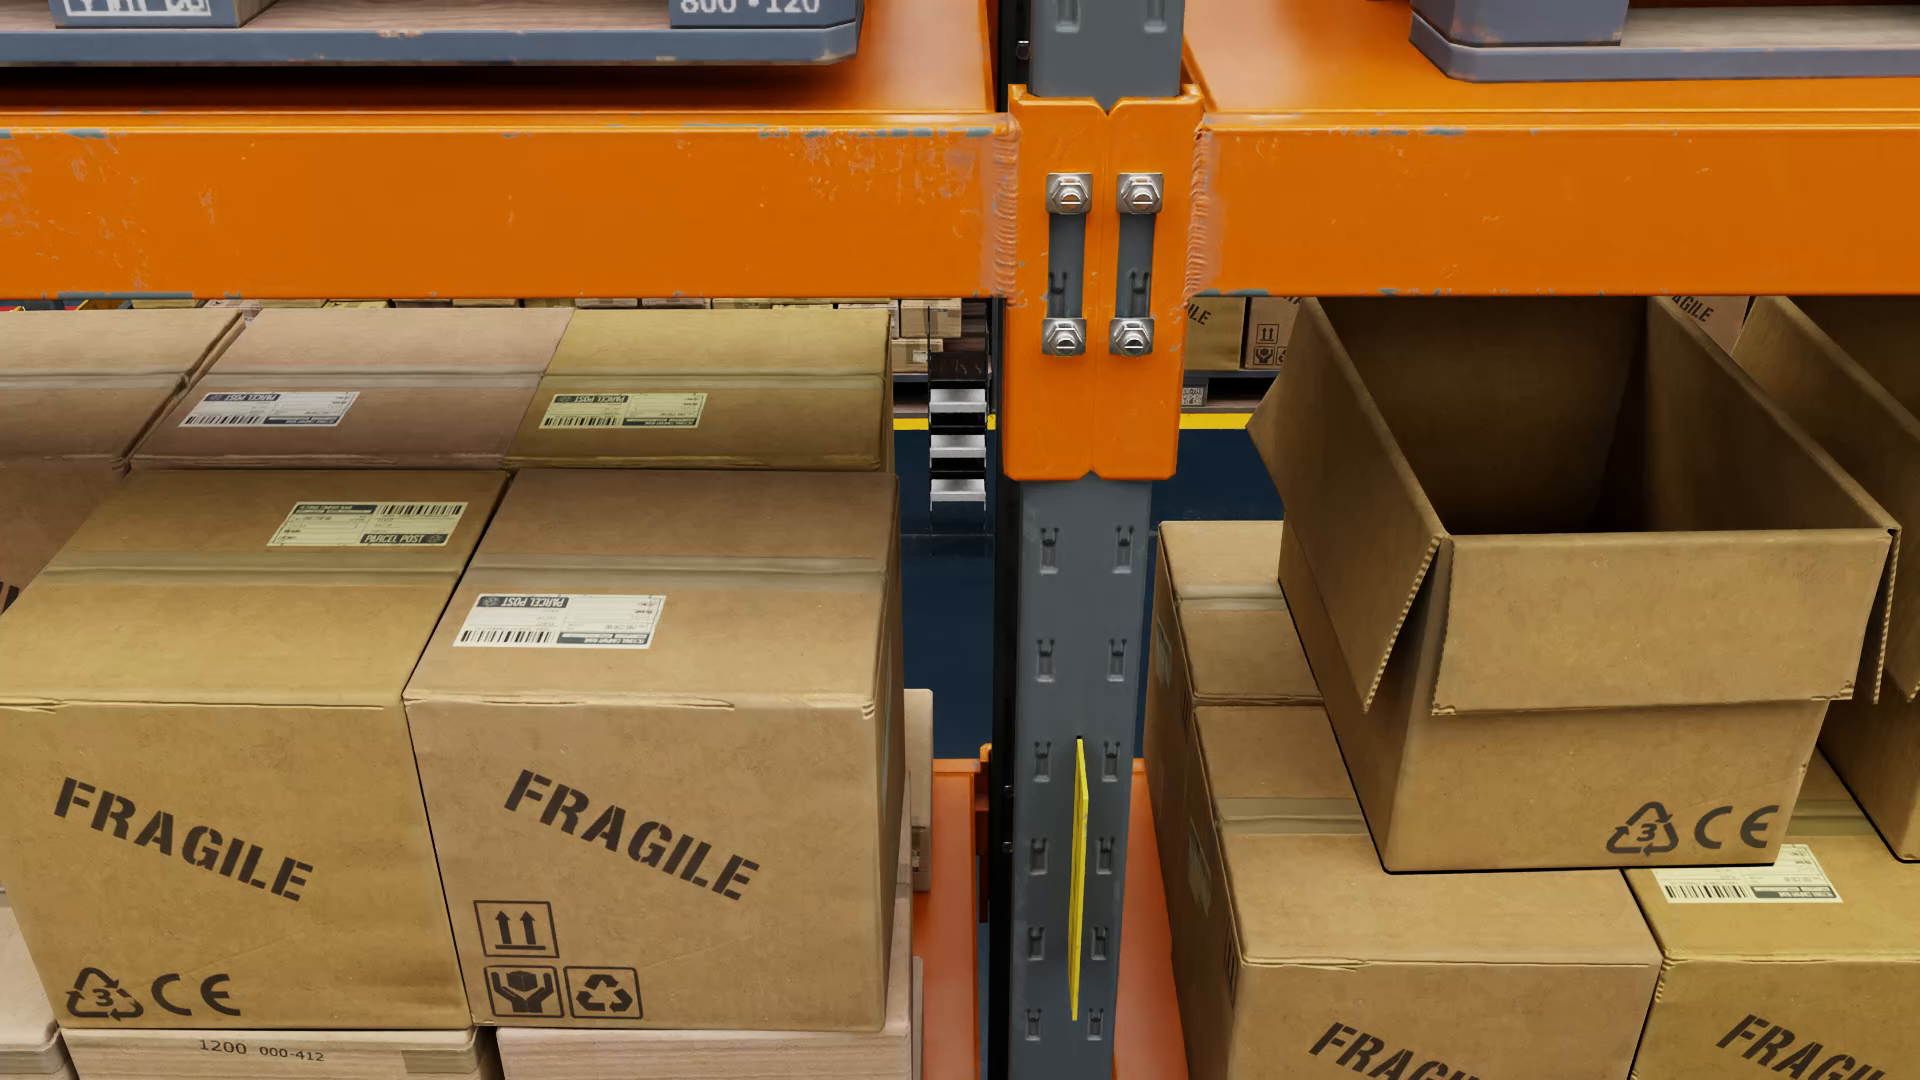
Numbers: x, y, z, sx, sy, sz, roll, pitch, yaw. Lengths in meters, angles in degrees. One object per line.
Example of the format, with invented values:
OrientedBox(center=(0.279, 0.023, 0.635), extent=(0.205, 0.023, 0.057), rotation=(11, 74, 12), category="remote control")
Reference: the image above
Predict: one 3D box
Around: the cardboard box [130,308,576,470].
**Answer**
OrientedBox(center=(-0.849, -0.024, 2.533), extent=(0.500, 0.500, 0.500), rotation=(0, 31, 0), category="cardboard box")

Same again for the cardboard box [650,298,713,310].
OrientedBox(center=(-1.163, -1.024, 7.103), extent=(0.250, 0.149, 0.380), rotation=(1, 31, 1), category="cardboard box")

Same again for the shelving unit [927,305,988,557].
OrientedBox(center=(-0.008, -0.385, 6.017), extent=(0.210, 0.900, 0.258), rotation=(0, 31, 0), category="shelving unit")

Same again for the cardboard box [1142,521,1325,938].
OrientedBox(center=(0.590, 0.307, 2.756), extent=(0.500, 0.500, 0.500), rotation=(0, 31, 0), category="cardboard box")

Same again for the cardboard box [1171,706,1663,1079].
OrientedBox(center=(0.585, 0.578, 2.309), extent=(0.500, 0.500, 0.500), rotation=(0, 31, 0), category="cardboard box")

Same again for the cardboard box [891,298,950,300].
OrientedBox(center=(-0.159, -1.159, 7.039), extent=(0.250, 0.149, 0.380), rotation=(1, 31, 1), category="cardboard box")

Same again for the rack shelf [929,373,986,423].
OrientedBox(center=(-0.008, -0.510, 5.940), extent=(0.200, 0.077, 0.258), rotation=(0, 31, 0), category="rack shelf")

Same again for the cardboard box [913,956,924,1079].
OrientedBox(center=(-0.179, 0.771, 2.329), extent=(0.250, 0.149, 0.380), rotation=(0, 31, 0), category="cardboard box")

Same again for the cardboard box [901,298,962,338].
OrientedBox(center=(-0.118, -1.002, 7.067), extent=(0.250, 0.149, 0.380), rotation=(0, 31, 1), category="cardboard box")

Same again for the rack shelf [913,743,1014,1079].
OrientedBox(center=(-1.876, 0.807, 2.722), extent=(4.000, 0.370, 1.077), rotation=(0, 31, 0), category="rack shelf")

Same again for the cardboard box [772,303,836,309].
OrientedBox(center=(-0.657, -0.985, 7.038), extent=(0.250, 0.149, 0.380), rotation=(-1, 31, -2), category="cardboard box")

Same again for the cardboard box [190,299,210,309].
OrientedBox(center=(-3.280, -1.024, 7.103), extent=(0.250, 0.149, 0.380), rotation=(1, 31, 2), category="cardboard box")

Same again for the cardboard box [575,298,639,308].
OrientedBox(center=(-1.463, -1.117, 6.969), extent=(0.250, 0.149, 0.380), rotation=(-1, 31, -2), category="cardboard box")

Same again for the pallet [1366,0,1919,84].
OrientedBox(center=(1.040, -0.736, 1.864), extent=(1.217, 0.209, 0.805), rotation=(-1, 31, -2), category="pallet")

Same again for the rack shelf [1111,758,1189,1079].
OrientedBox(center=(2.124, 0.794, 2.743), extent=(4.000, 0.370, 1.077), rotation=(0, 31, 0), category="rack shelf")

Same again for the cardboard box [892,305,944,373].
OrientedBox(center=(-0.195, -0.863, 7.124), extent=(0.250, 0.149, 0.380), rotation=(0, 31, 0), category="cardboard box")

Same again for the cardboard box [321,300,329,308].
OrientedBox(center=(-2.761, -1.042, 7.133), extent=(0.250, 0.149, 0.380), rotation=(0, 31, 0), category="cardboard box")

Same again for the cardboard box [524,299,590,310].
OrientedBox(center=(-1.698, -1.055, 7.154), extent=(0.250, 0.149, 0.380), rotation=(1, 31, 2), category="cardboard box")

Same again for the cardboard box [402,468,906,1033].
OrientedBox(center=(-0.334, 0.249, 2.082), extent=(0.500, 0.500, 0.500), rotation=(1, 31, 1), category="cardboard box")

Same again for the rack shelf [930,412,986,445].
OrientedBox(center=(-0.008, -0.433, 5.987), extent=(0.200, 0.077, 0.258), rotation=(0, 31, 0), category="rack shelf")

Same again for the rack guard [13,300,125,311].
OrientedBox(center=(-3.729, -0.999, 7.415), extent=(0.348, 0.500, 1.175), rotation=(0, 31, 0), category="rack guard")

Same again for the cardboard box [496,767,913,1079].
OrientedBox(center=(-0.316, 0.567, 2.281), extent=(0.500, 0.250, 0.500), rotation=(-1, 31, -1), category="cardboard box")

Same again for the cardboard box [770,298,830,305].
OrientedBox(center=(-0.664, -1.133, 6.996), extent=(0.250, 0.149, 0.380), rotation=(0, 31, -1), category="cardboard box")

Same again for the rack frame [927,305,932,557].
OrientedBox(center=(-0.110, -0.384, 6.016), extent=(0.006, 0.900, 0.240), rotation=(0, 31, 0), category="rack frame")

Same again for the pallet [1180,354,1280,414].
OrientedBox(center=(0.973, -0.891, 7.515), extent=(1.213, 0.211, 1.003), rotation=(0, 31, 0), category="pallet")

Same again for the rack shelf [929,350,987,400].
OrientedBox(center=(-0.008, -0.587, 5.894), extent=(0.200, 0.077, 0.258), rotation=(0, 31, 0), category="rack shelf")

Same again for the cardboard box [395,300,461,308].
OrientedBox(center=(-2.239, -1.037, 7.124), extent=(0.250, 0.149, 0.380), rotation=(-2, 31, -3), category="cardboard box")

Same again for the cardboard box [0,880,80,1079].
OrientedBox(center=(-1.344, 0.572, 2.273), extent=(0.500, 0.250, 0.500), rotation=(0, 31, 1), category="cardboard box")

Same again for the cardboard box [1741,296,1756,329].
OrientedBox(center=(3.538, -1.066, 7.120), extent=(0.500, 0.500, 0.500), rotation=(0, 31, -1), category="cardboard box")

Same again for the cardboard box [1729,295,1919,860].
OrientedBox(center=(1.449, 0.019, 2.264), extent=(0.637, 0.503, 0.797), rotation=(0, 31, 0), category="cardboard box")

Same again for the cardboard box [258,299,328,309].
OrientedBox(center=(-2.752, -1.106, 6.951), extent=(0.250, 0.149, 0.380), rotation=(0, 31, 0), category="cardboard box")

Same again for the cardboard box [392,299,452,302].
OrientedBox(center=(-2.227, -1.145, 7.016), extent=(0.250, 0.149, 0.380), rotation=(1, 31, 2), category="cardboard box")

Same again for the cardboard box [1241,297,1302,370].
OrientedBox(center=(1.464, -1.058, 7.108), extent=(0.500, 0.500, 0.500), rotation=(1, 31, 2), category="cardboard box")

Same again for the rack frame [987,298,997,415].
OrientedBox(center=(0.195, -2.080, 6.787), extent=(0.127, 3.000, 1.000), rotation=(0, 31, 0), category="rack frame")
